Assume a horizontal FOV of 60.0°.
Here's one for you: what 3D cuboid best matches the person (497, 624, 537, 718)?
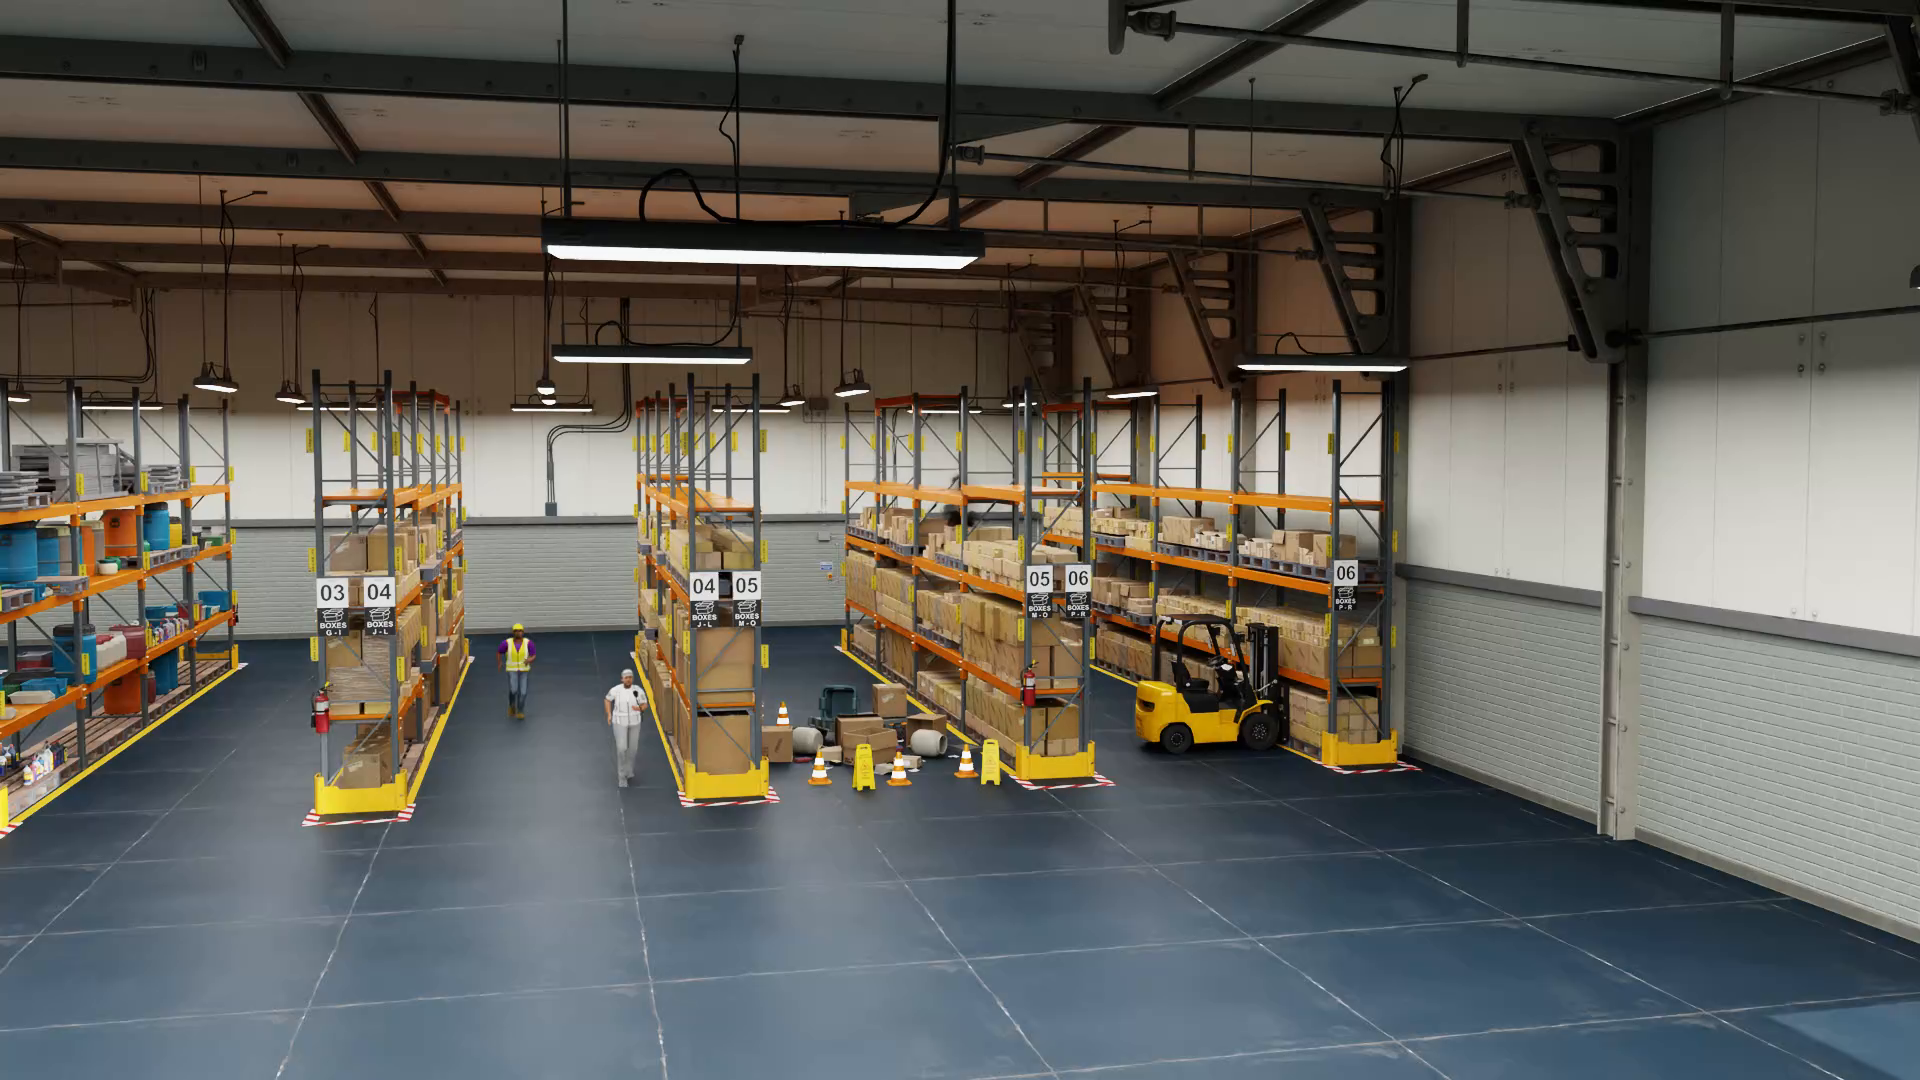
[{"bbox_3d":[-8.021,2.380,30.165,0.688,1.722,0.637,-1,4,-21],"label":"person"}]

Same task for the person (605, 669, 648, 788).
[{"bbox_3d":[-4.904,2.757,24.512,0.580,1.729,0.737,-1,4,-23],"label":"person"}]
